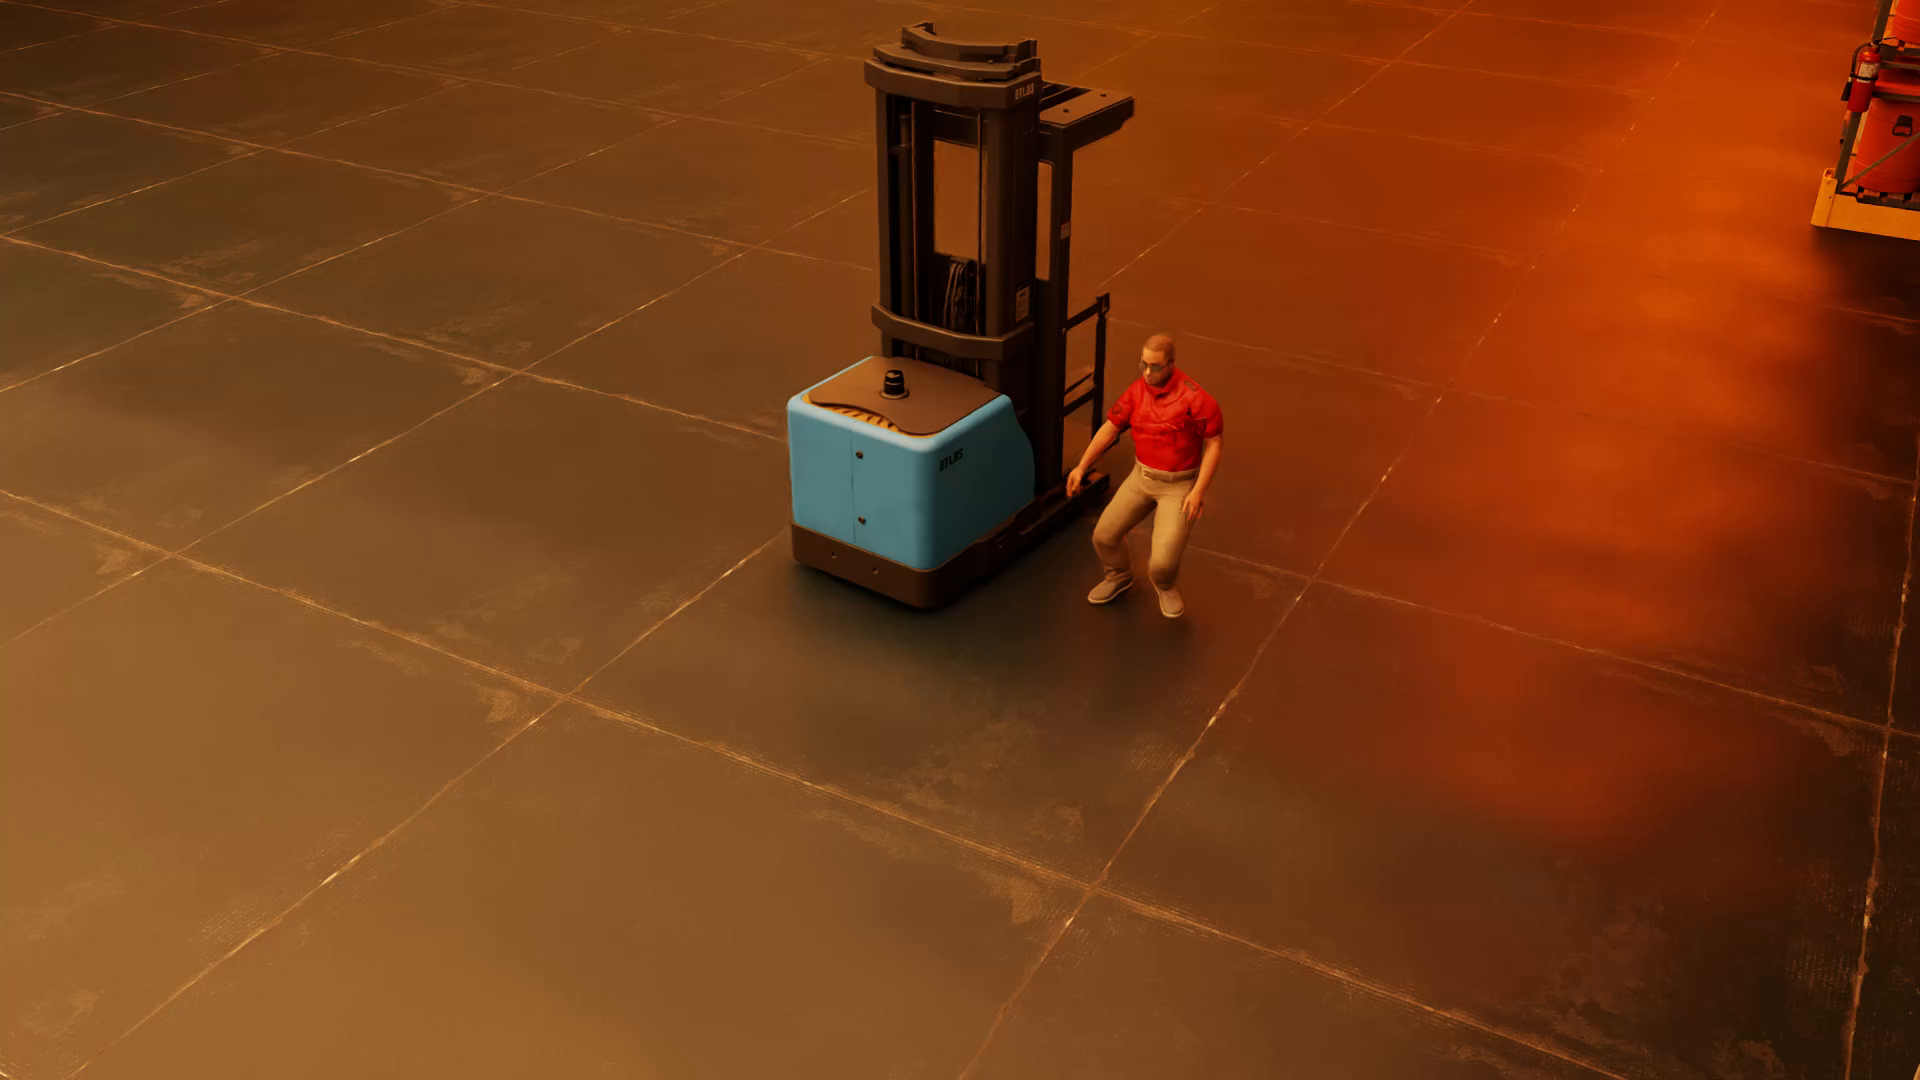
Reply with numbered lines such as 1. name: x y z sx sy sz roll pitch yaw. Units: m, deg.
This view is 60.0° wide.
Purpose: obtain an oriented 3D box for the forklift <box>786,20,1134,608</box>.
1. forklift: 0.286 -1.576 9.801 1.130 2.935 3.031 20 35 30

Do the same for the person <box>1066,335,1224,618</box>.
1. person: 1.002 -0.311 8.912 0.776 1.623 0.497 26 39 37
